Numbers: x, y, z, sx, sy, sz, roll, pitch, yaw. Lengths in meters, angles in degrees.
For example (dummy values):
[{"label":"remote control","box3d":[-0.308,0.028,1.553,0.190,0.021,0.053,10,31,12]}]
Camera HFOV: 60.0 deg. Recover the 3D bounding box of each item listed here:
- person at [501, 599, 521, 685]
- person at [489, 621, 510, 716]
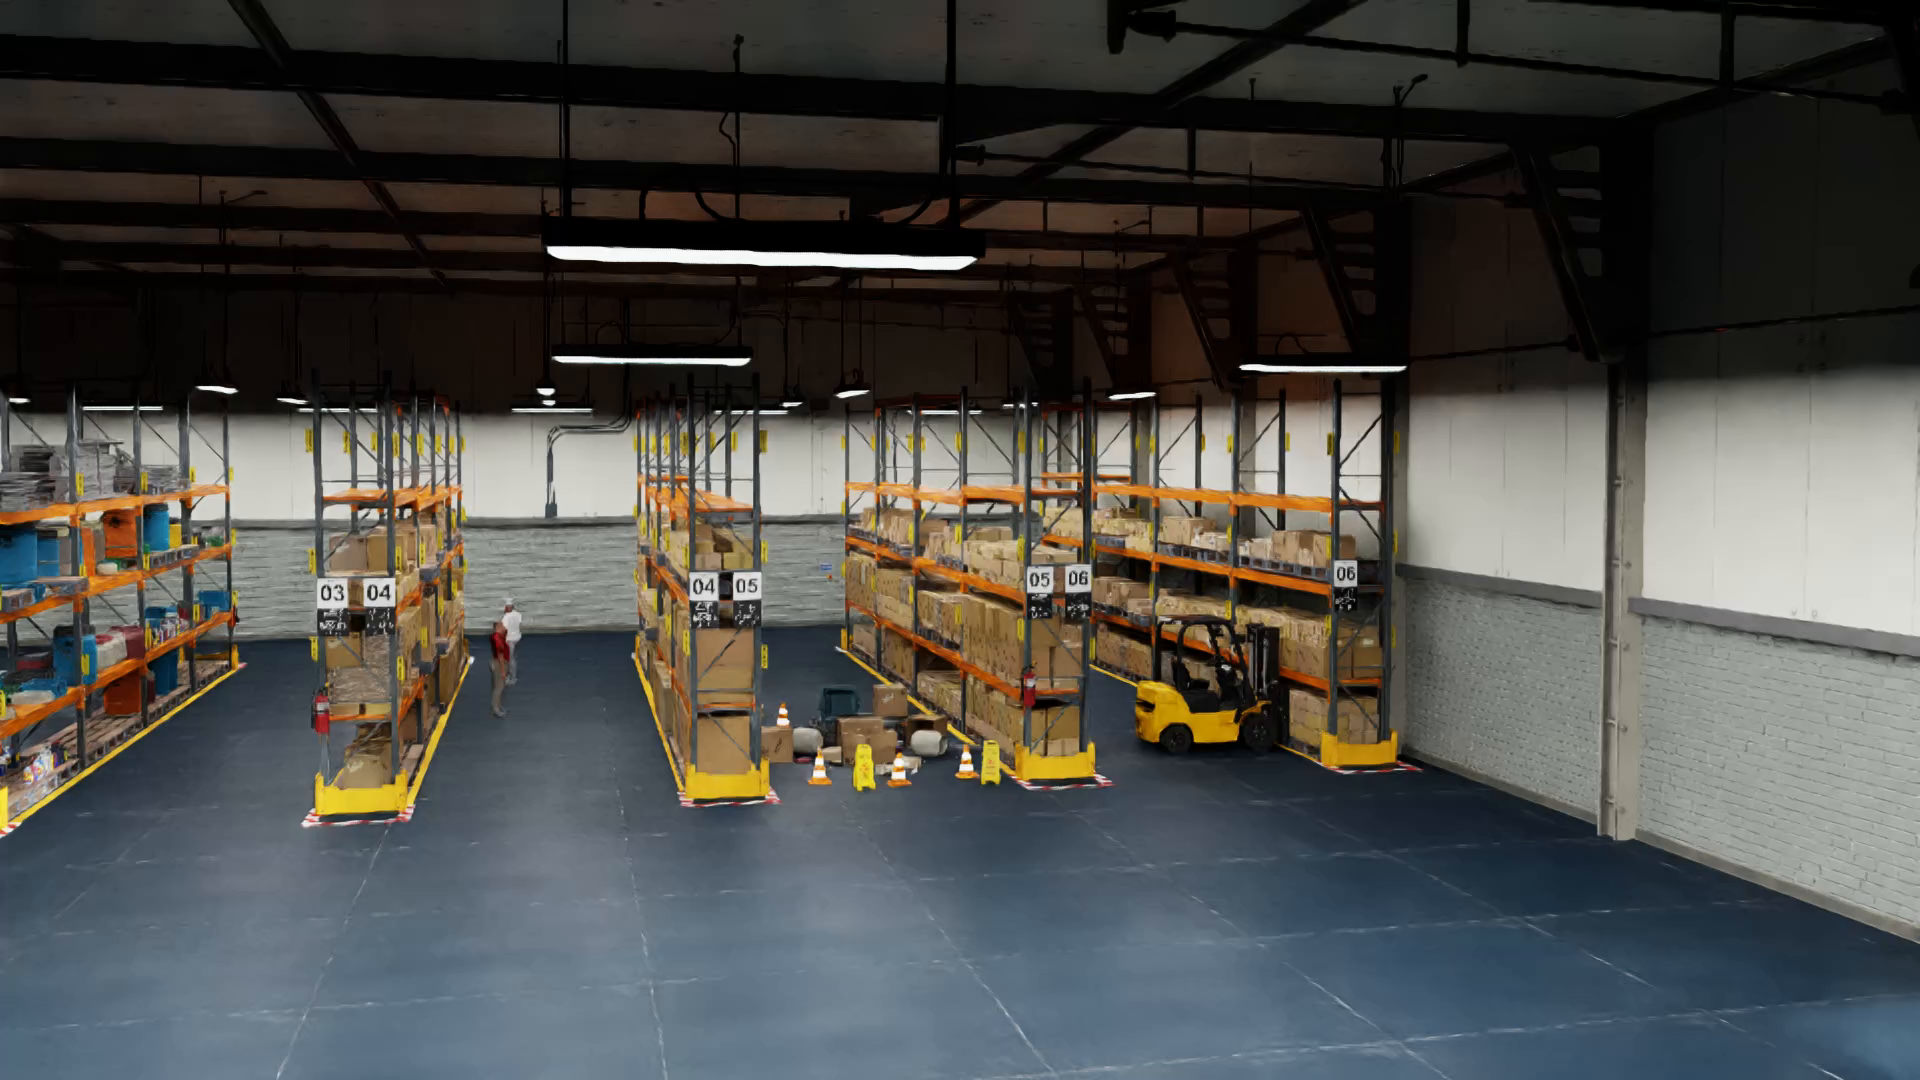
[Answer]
[{"label":"person","box3d":[-9.410,2.105,34.639,0.497,1.765,0.625,1,3,17]},{"label":"person","box3d":[-8.488,2.389,30.698,0.403,1.649,0.658,-2,4,-26]}]
